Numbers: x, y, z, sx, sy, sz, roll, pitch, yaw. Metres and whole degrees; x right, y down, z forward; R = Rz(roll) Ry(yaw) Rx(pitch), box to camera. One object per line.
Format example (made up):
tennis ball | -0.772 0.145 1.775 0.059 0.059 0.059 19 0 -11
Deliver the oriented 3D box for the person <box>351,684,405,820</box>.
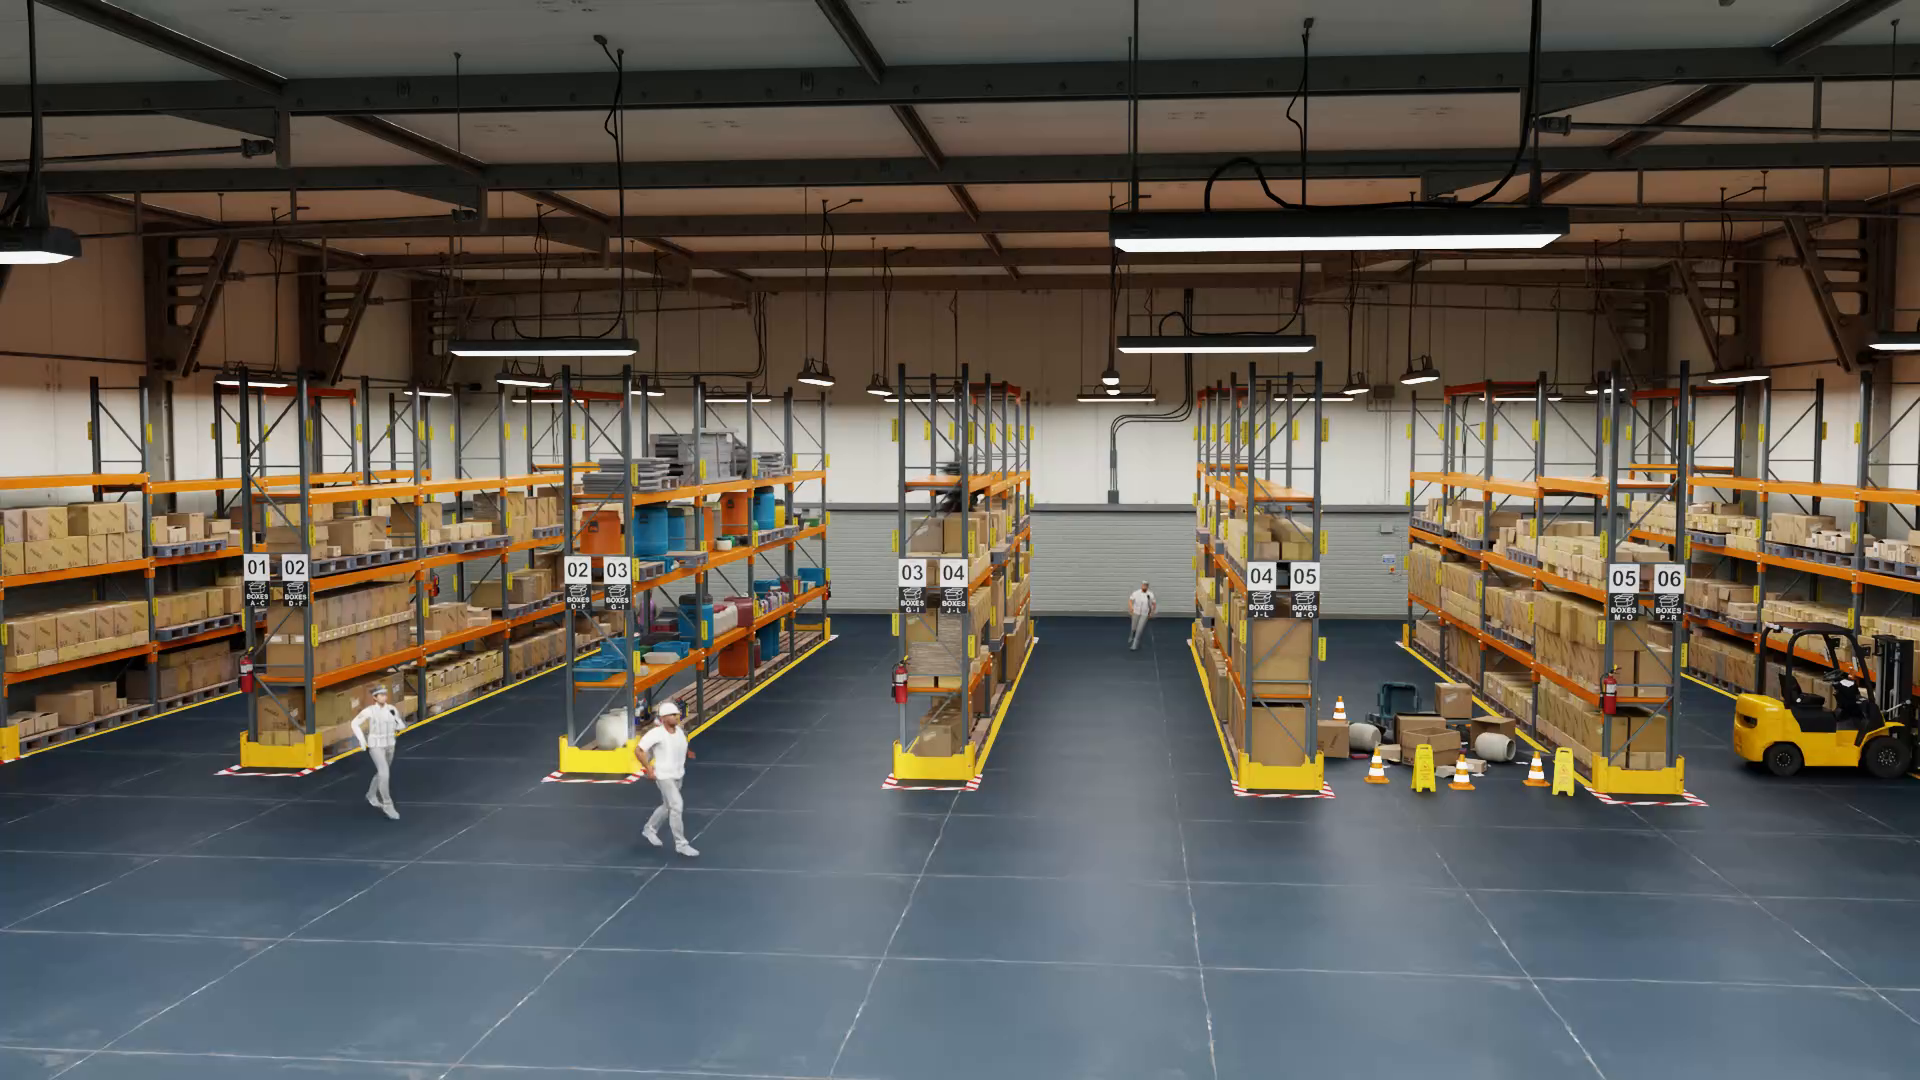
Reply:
person | -7.580 2.743 21.811 0.822 1.728 0.596 3 4 35

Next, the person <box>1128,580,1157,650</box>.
person | 4.232 1.729 38.612 0.654 1.599 0.623 1 4 8

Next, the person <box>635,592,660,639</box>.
person | -6.883 1.884 36.650 0.537 1.557 0.590 -1 4 -9

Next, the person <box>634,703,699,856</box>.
person | -3.445 2.818 19.773 0.888 1.768 0.704 2 4 26
